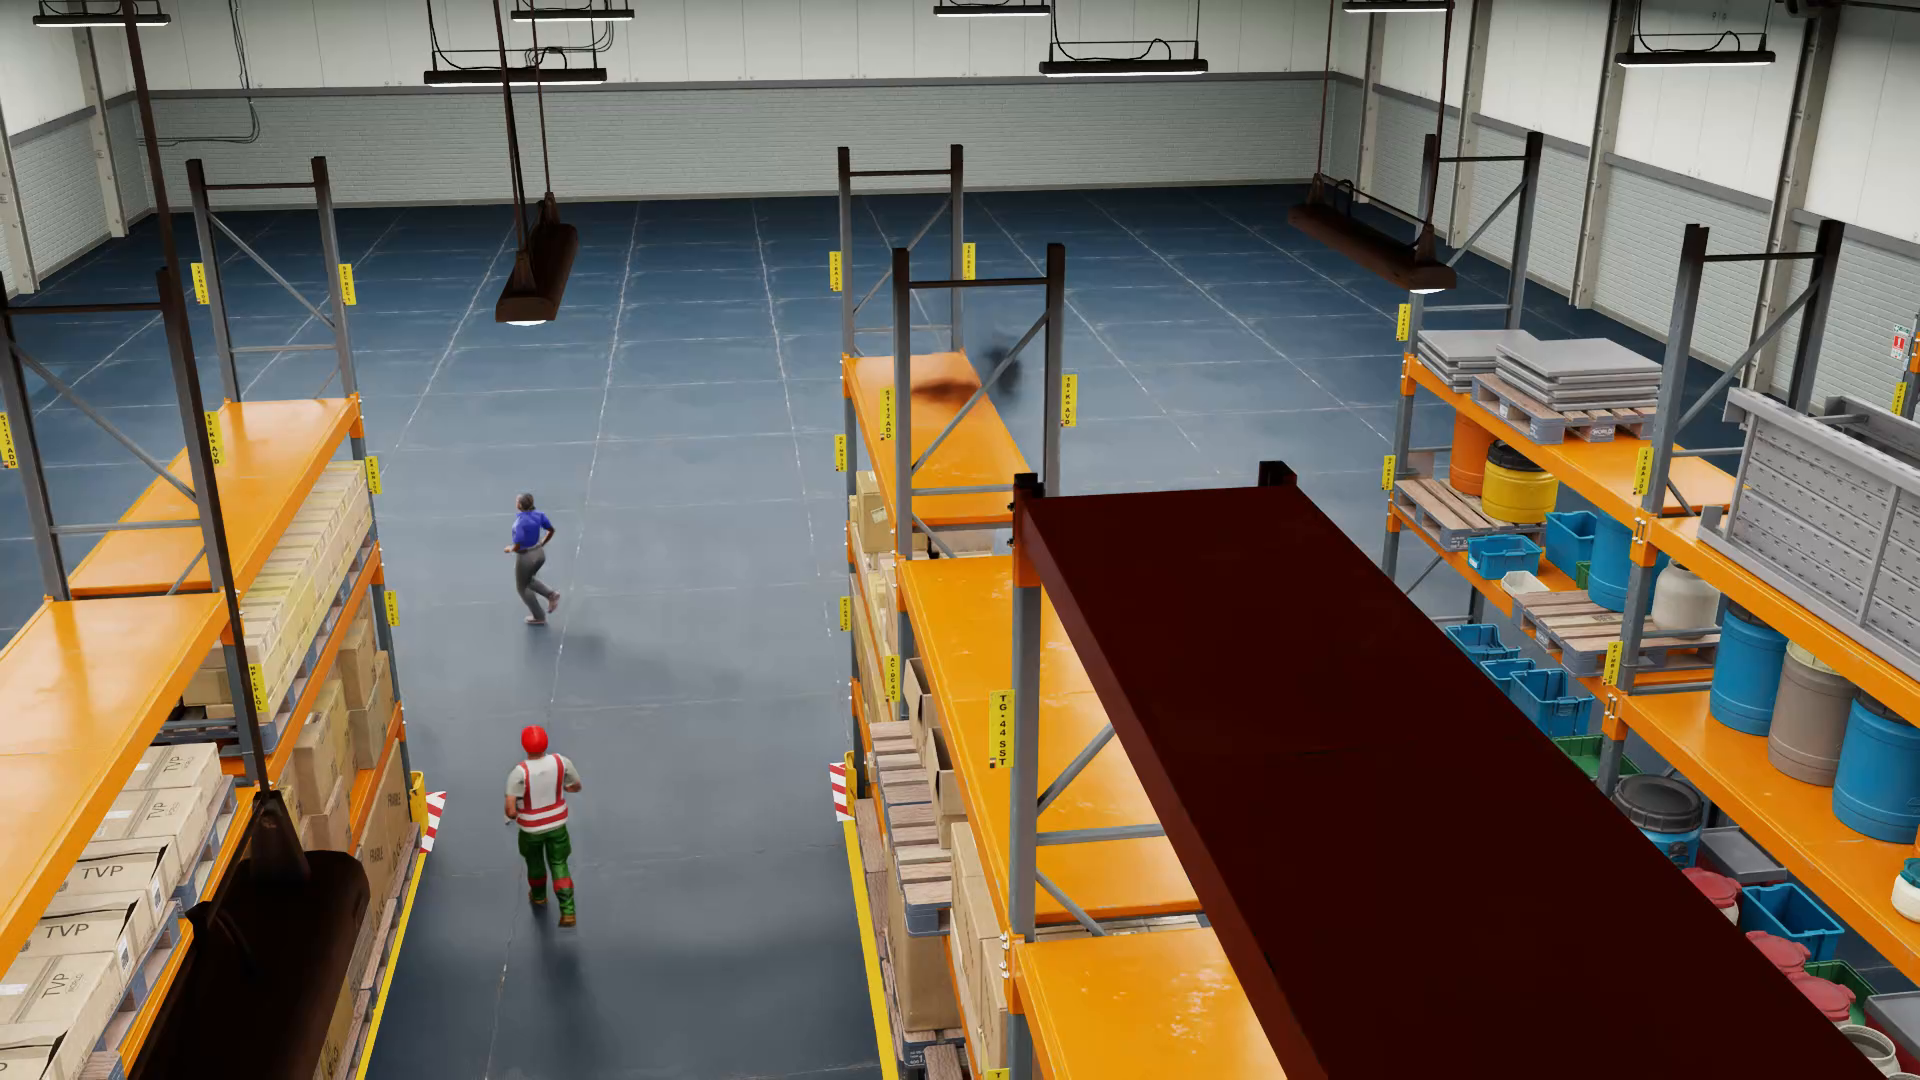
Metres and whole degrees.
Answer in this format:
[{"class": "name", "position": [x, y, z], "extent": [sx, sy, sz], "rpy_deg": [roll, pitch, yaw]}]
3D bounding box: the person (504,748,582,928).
[{"class": "person", "position": [-3.348, 2.309, 13.376], "extent": [0.654, 1.734, 0.988], "rpy_deg": [-10, 24, -24]}]

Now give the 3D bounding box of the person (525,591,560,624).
[{"class": "person", "position": [-4.830, 0.769, 19.180], "extent": [0.426, 0.400, 0.229], "rpy_deg": [10, 24, 23]}]
